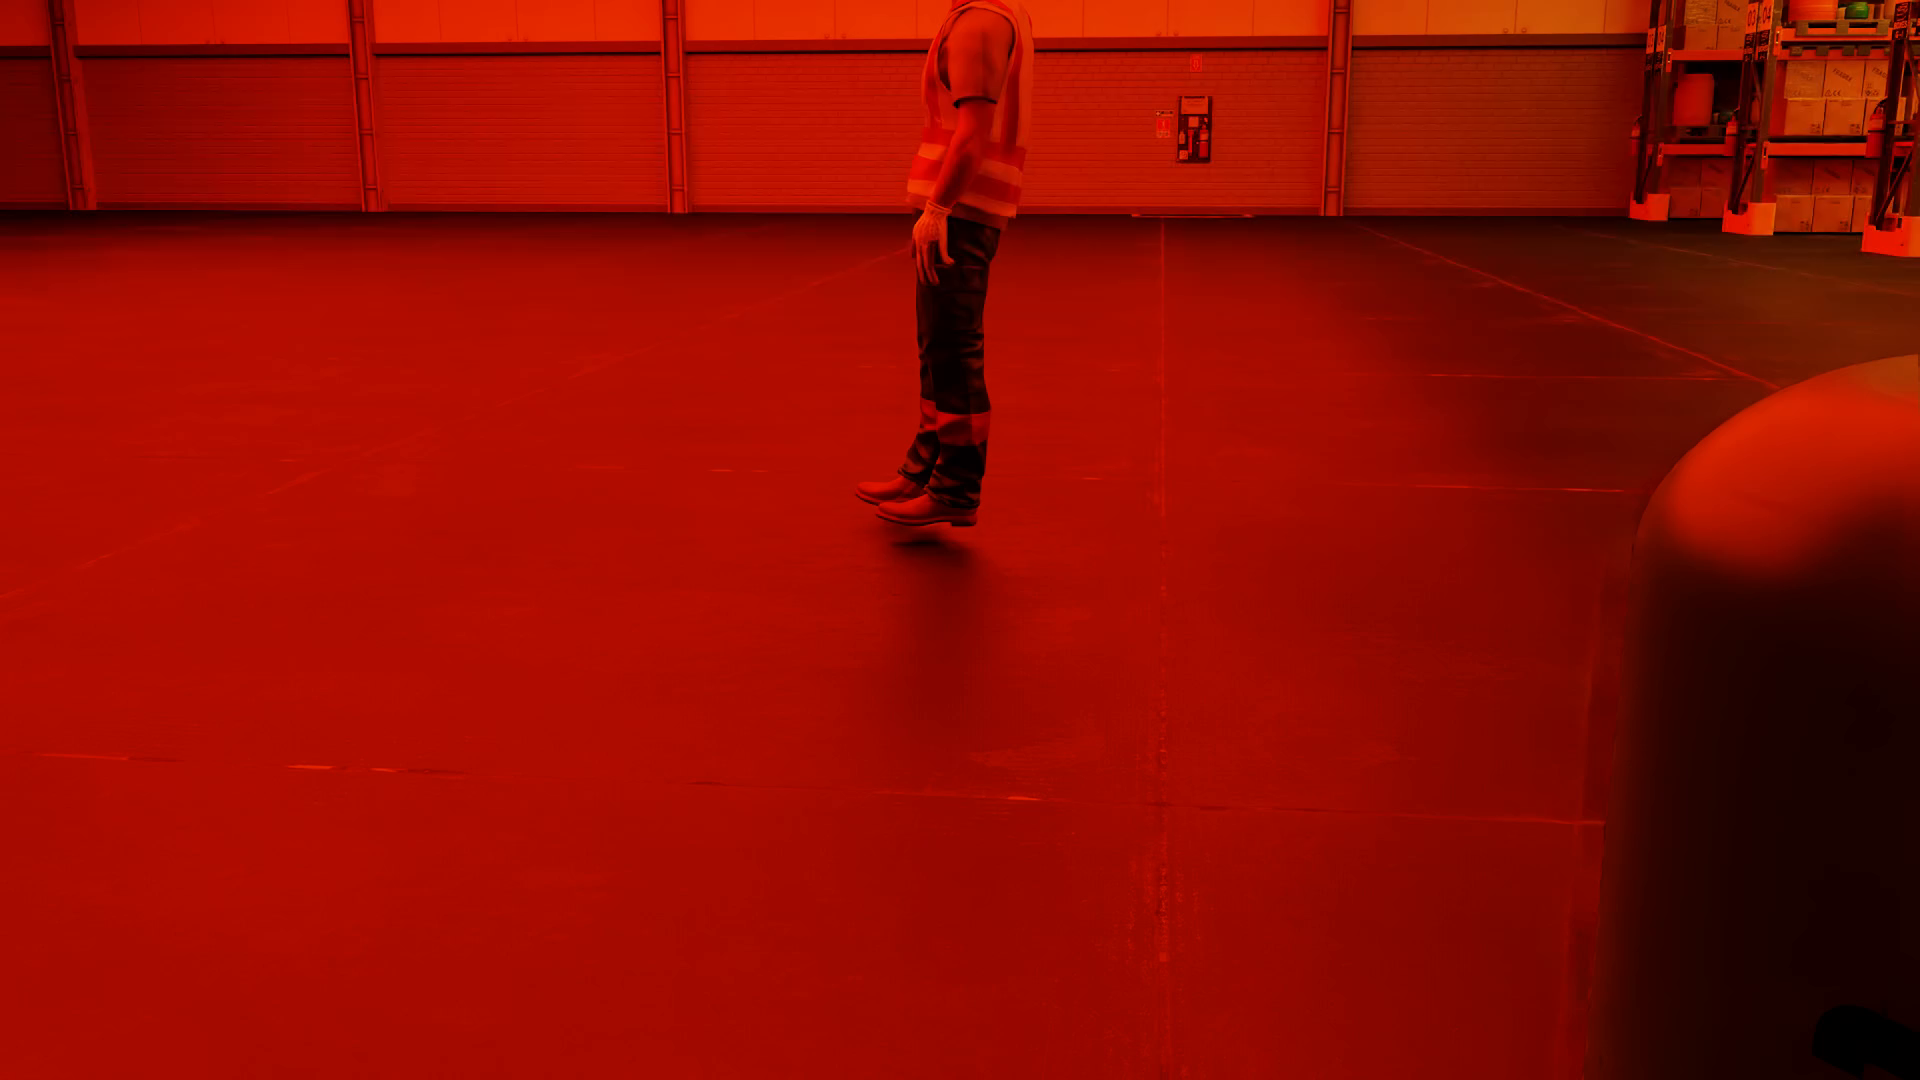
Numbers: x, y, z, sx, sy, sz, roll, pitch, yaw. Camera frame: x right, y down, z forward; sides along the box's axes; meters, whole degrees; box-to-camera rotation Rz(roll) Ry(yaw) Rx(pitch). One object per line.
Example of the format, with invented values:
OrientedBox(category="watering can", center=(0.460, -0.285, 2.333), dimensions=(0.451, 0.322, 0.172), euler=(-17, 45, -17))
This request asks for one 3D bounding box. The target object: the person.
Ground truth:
OrientedBox(category="person", center=(-0.078, -0.922, 4.753), dimensions=(0.564, 1.787, 0.637), euler=(2, 13, 7))
